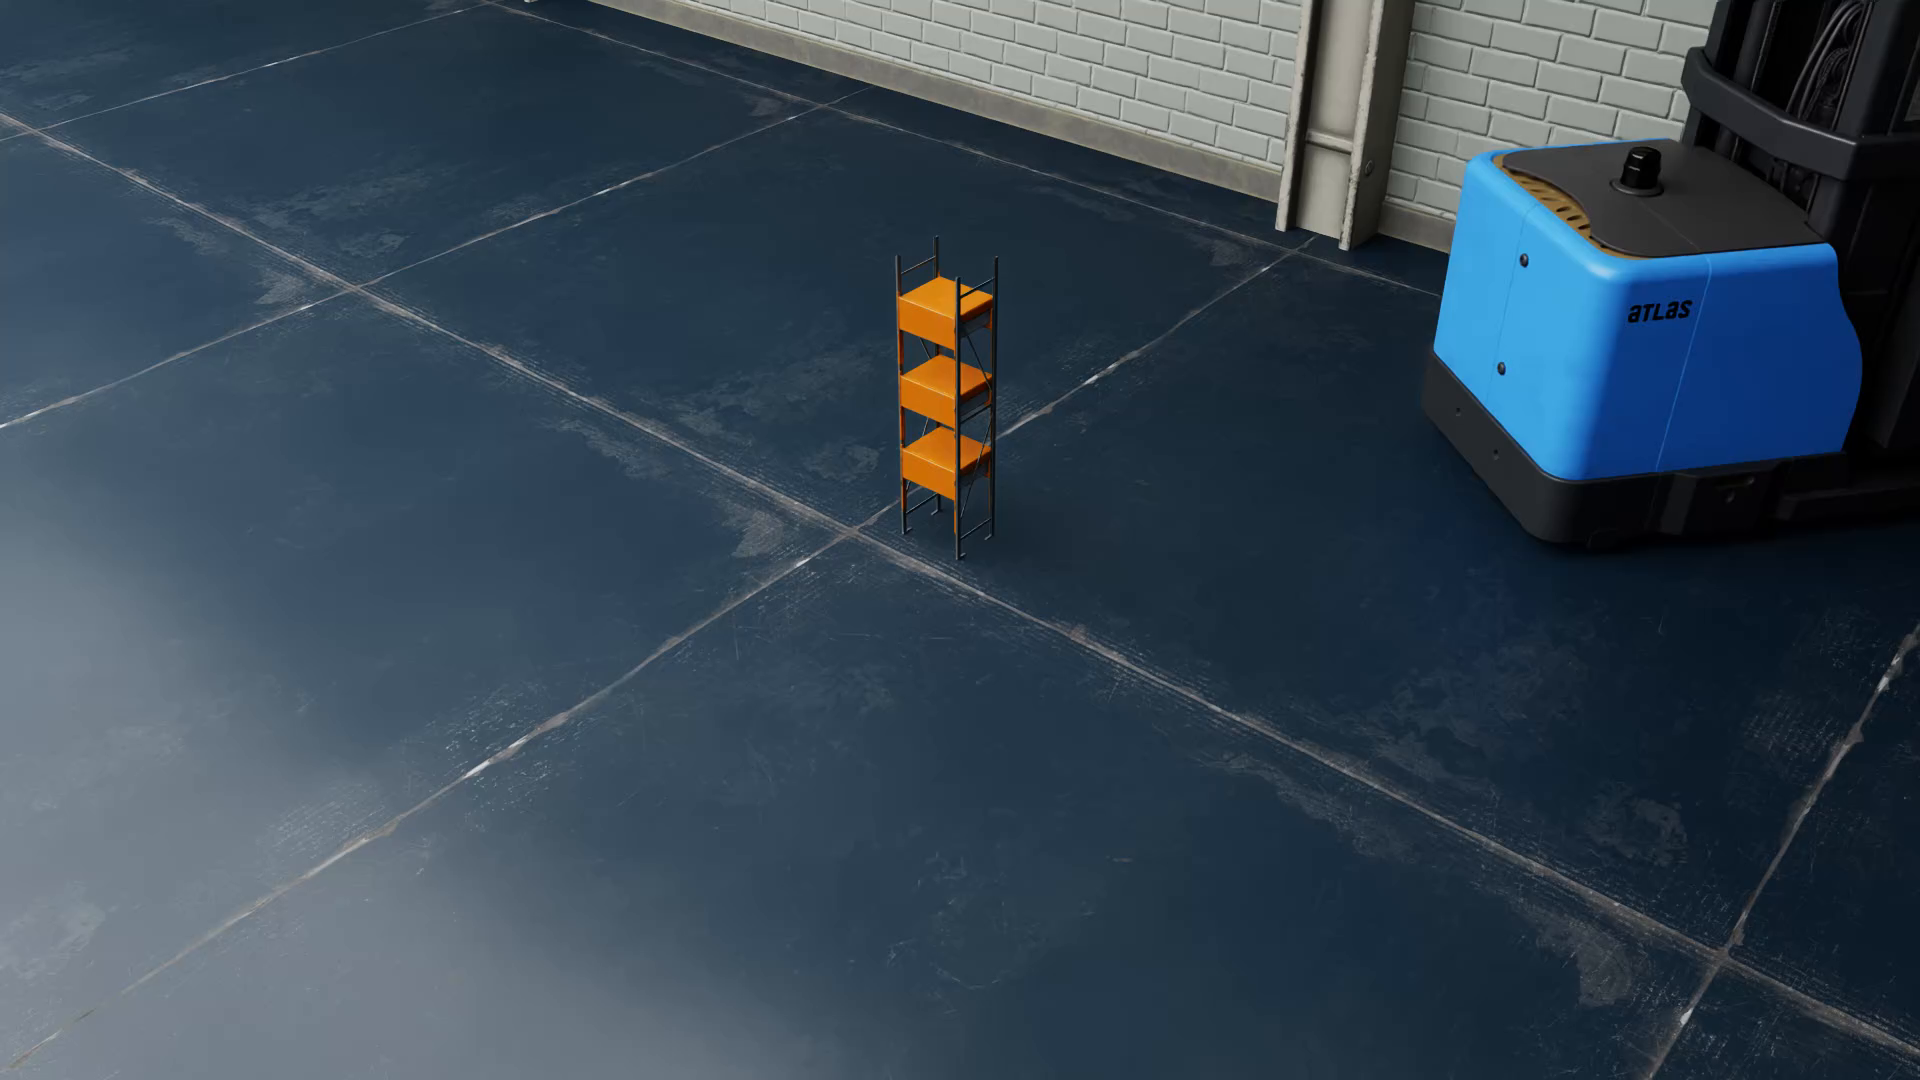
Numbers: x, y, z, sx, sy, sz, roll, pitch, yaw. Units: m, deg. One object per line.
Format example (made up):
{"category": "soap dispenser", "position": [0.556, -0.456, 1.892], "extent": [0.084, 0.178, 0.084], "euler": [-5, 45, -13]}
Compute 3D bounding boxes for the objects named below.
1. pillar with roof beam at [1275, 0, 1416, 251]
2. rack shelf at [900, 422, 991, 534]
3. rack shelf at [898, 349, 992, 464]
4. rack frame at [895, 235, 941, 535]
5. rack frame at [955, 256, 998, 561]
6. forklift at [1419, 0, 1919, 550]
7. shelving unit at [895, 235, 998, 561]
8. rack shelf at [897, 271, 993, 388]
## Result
{"category": "pillar with roof beam", "position": [-1.009, -3.312, 2.623], "extent": [0.400, 9.000, 9.100], "euler": [25, 42, 32]}
{"category": "rack shelf", "position": [-0.041, -0.214, 5.644], "extent": [0.240, 0.259, 0.215], "euler": [25, 42, 32]}
{"category": "rack shelf", "position": [-0.041, -0.443, 5.487], "extent": [0.240, 0.259, 0.215], "euler": [25, 42, 32]}
{"category": "rack frame", "position": [-0.135, -0.496, 5.545], "extent": [0.008, 1.050, 0.200], "euler": [25, 42, 32]}
{"category": "rack frame", "position": [0.053, -0.408, 5.417], "extent": [0.008, 1.050, 0.200], "euler": [25, 42, 32]}
{"category": "forklift", "position": [3.331, -1.586, 5.470], "extent": [3.031, 2.935, 1.130], "euler": [-6, 35, -9]}
{"category": "shelving unit", "position": [-0.041, -0.452, 5.481], "extent": [0.252, 1.050, 0.215], "euler": [25, 42, 32]}
{"category": "rack shelf", "position": [-0.041, -0.677, 5.326], "extent": [0.240, 0.259, 0.215], "euler": [25, 42, 32]}
